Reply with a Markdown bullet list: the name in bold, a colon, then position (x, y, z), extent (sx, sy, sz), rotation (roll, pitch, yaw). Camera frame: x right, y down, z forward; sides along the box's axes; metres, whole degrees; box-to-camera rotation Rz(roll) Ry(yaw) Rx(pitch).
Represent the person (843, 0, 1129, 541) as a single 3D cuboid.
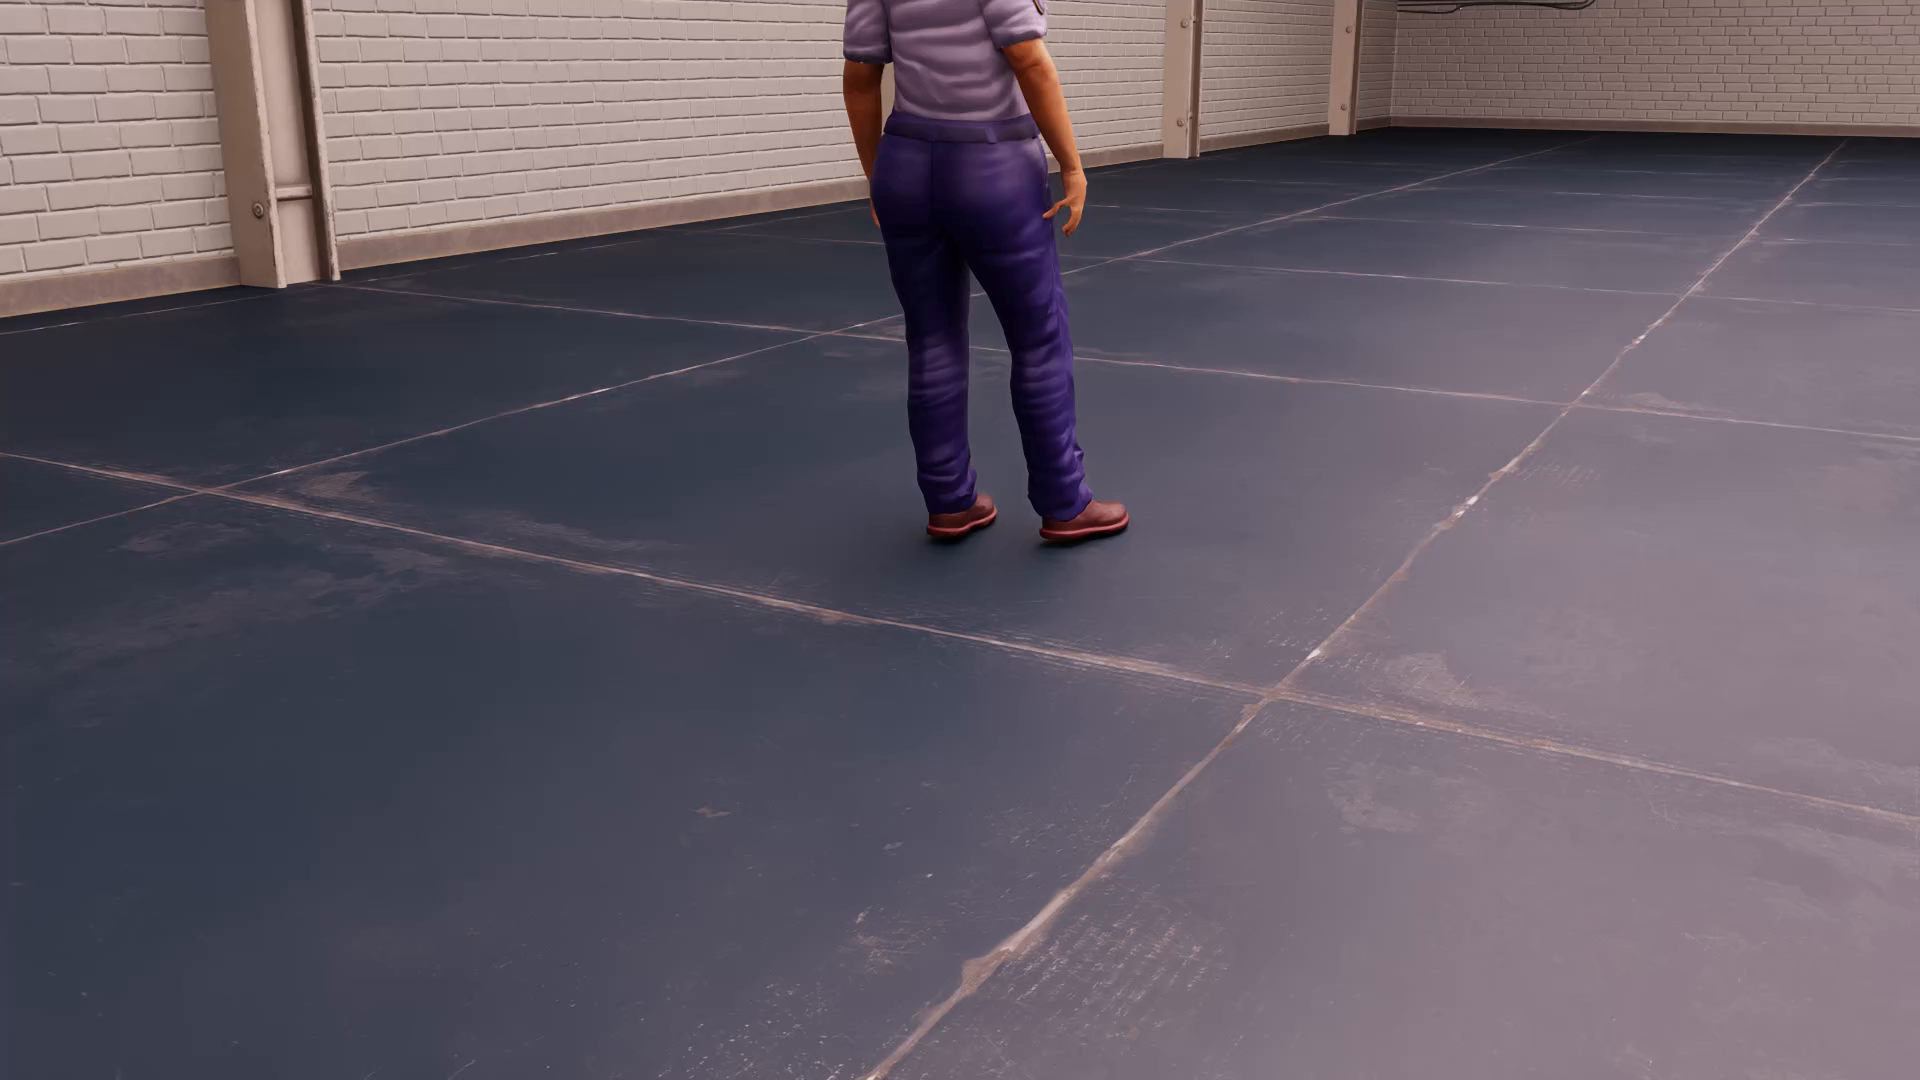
- **person**: position (0.065, -0.812, 3.871), extent (0.598, 1.643, 0.502), rotation (9, 19, 28)
